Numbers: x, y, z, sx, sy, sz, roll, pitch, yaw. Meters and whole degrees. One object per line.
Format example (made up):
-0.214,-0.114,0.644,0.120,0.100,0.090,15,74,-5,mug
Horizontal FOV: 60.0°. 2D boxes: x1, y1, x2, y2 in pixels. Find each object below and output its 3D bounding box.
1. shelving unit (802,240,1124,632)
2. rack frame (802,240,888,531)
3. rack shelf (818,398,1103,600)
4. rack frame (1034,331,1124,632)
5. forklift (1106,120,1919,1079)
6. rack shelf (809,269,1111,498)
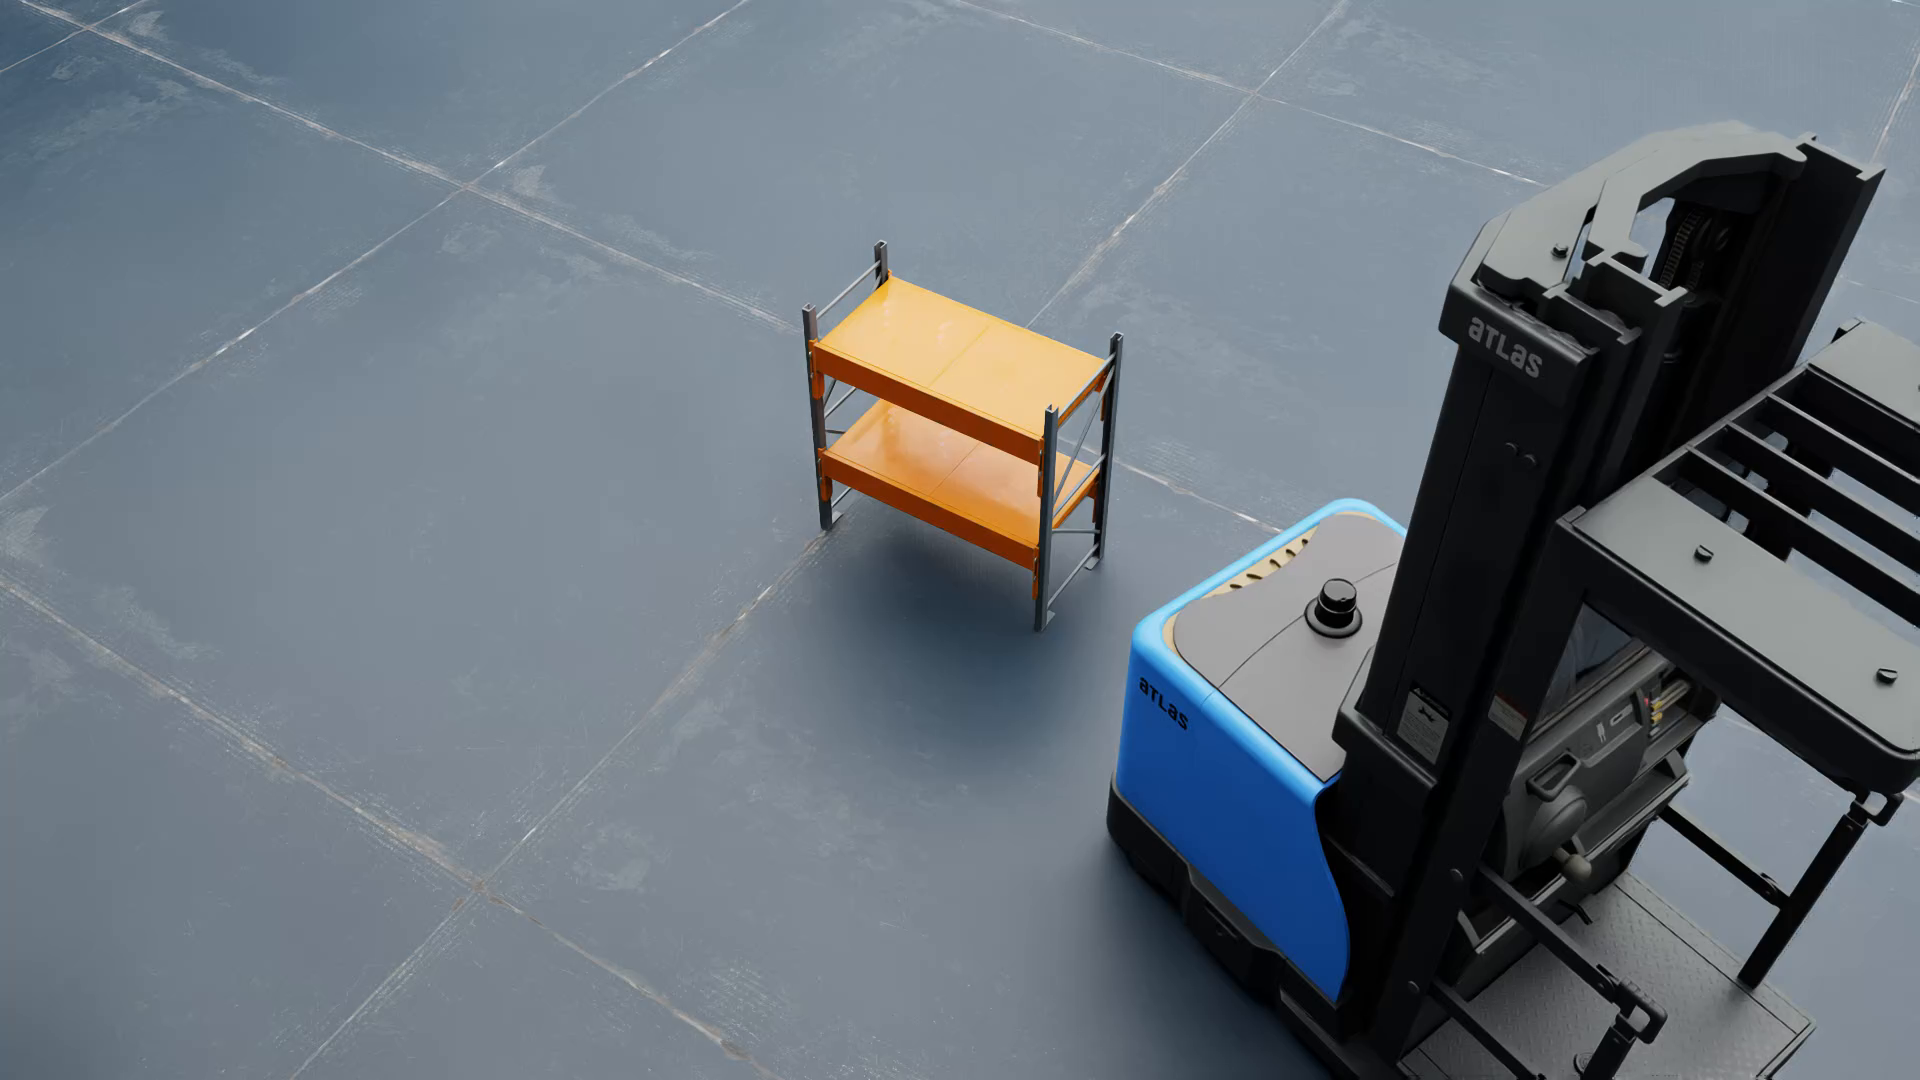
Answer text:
0.006,-0.389,6.344,1.048,1.125,0.538,25,51,22,shelving unit
-0.422,-0.586,6.535,0.032,1.125,0.500,25,51,22,rack frame
0.006,-0.219,6.519,1.000,0.278,0.538,25,51,22,rack shelf
0.434,-0.193,6.153,0.032,1.125,0.500,25,51,22,rack frame
1.803,0.613,4.111,1.130,2.935,3.031,-29,52,-25,forklift
0.006,-0.593,6.134,1.000,0.278,0.538,25,51,22,rack shelf
